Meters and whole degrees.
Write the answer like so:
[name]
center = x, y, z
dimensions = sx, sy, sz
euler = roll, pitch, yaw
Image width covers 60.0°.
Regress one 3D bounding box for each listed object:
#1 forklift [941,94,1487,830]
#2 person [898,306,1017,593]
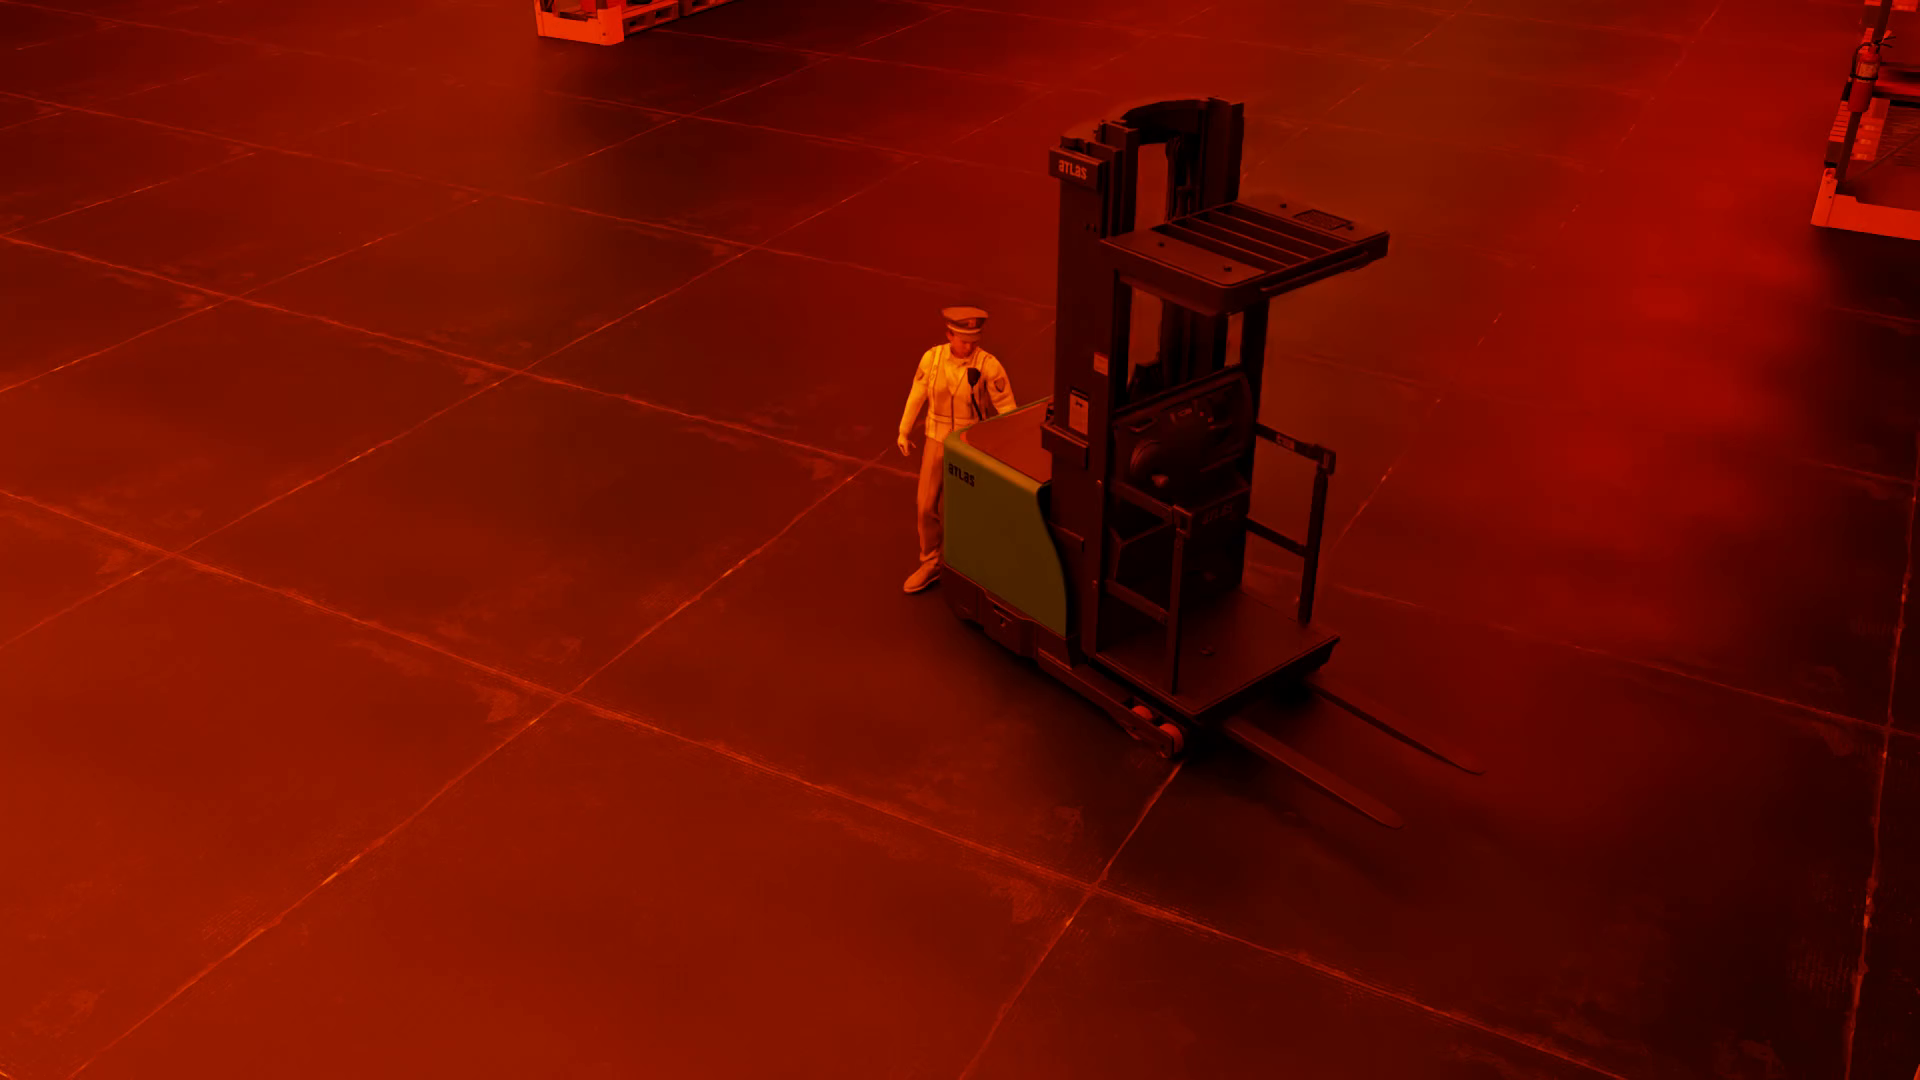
[forklift]
center = 1.222, -0.487, 7.914
dimensions = 1.130, 2.935, 3.031
euler = -23, 37, -34
[person]
center = -0.038, -0.500, 9.245
dimensions = 0.704, 1.614, 0.572
euler = 6, 31, 10
